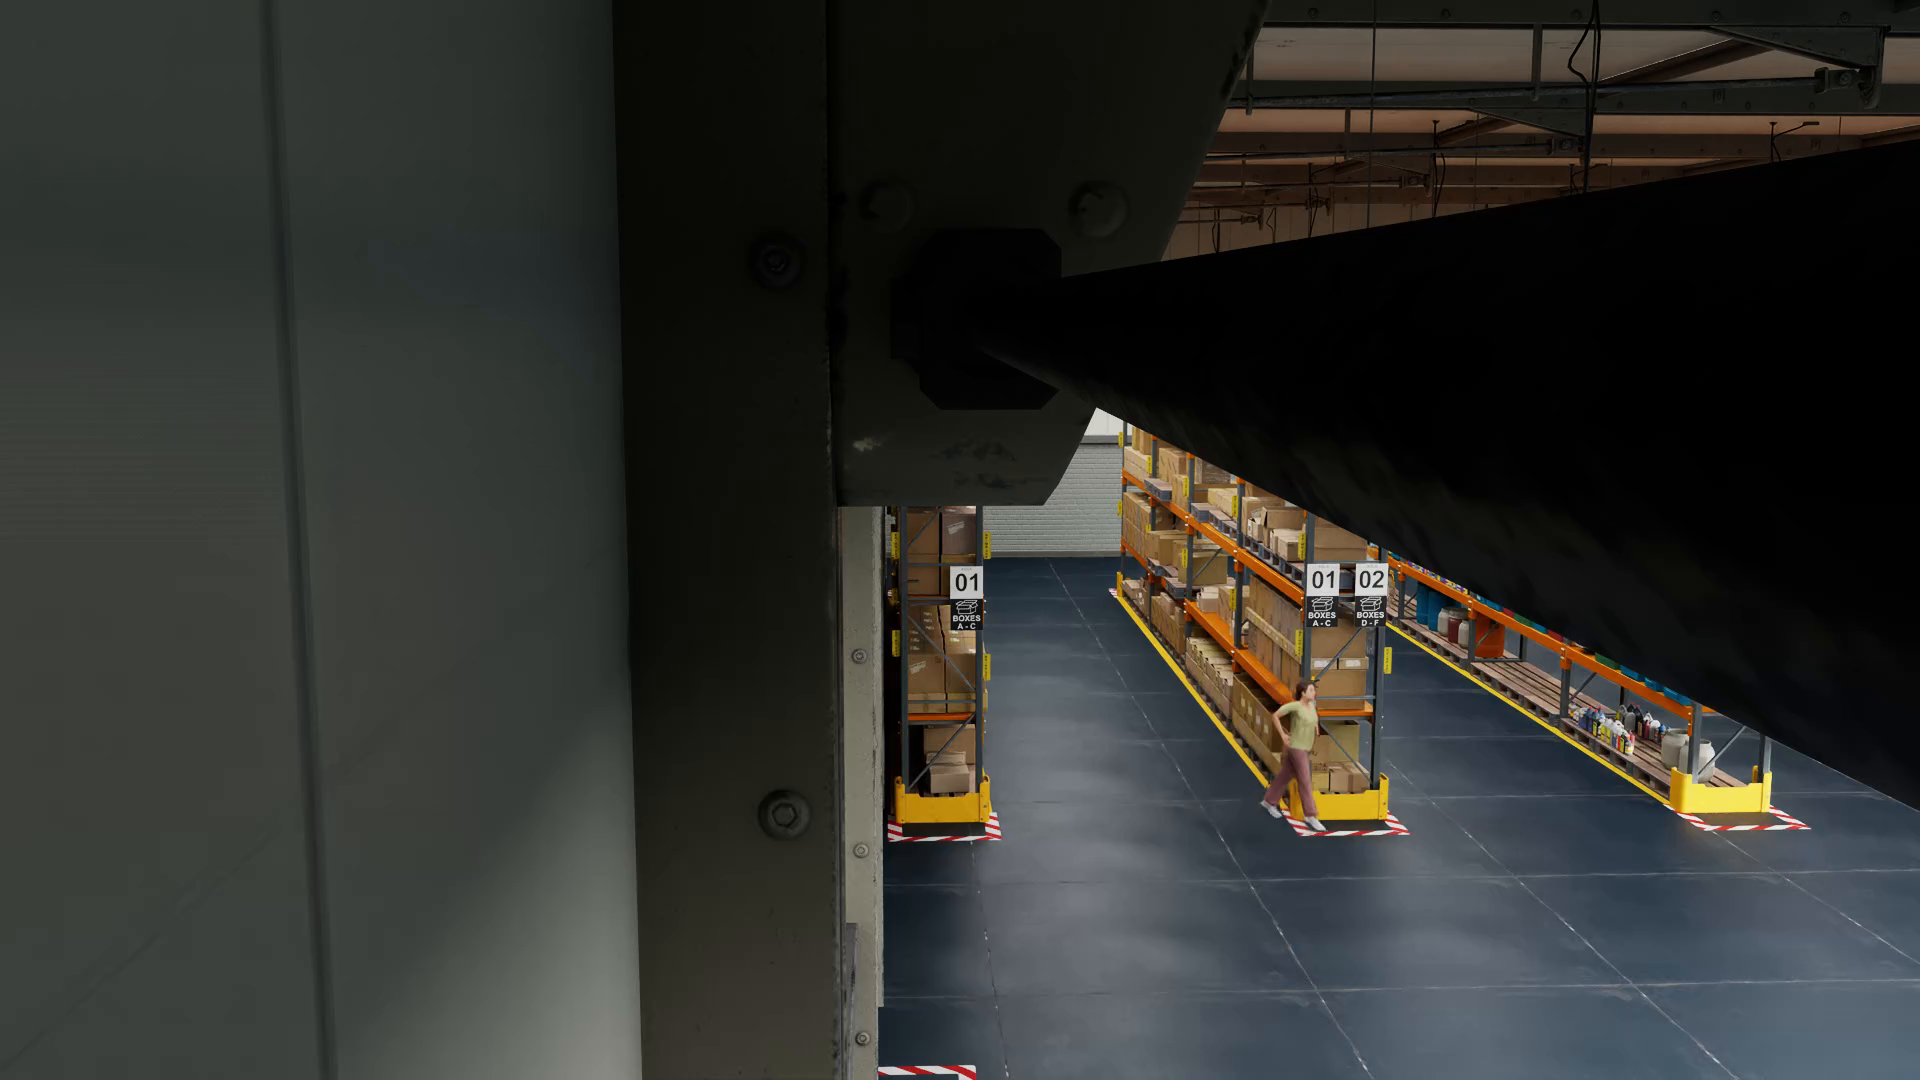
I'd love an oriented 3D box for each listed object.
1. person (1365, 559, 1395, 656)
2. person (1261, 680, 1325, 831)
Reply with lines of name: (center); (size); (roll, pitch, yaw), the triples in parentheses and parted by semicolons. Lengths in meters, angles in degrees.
person: (7.531, 1.239, 30.115); (0.651, 1.789, 0.688); (1, 8, 6)
person: (4.033, 2.484, 19.654); (0.904, 1.679, 0.606); (6, 10, 38)
